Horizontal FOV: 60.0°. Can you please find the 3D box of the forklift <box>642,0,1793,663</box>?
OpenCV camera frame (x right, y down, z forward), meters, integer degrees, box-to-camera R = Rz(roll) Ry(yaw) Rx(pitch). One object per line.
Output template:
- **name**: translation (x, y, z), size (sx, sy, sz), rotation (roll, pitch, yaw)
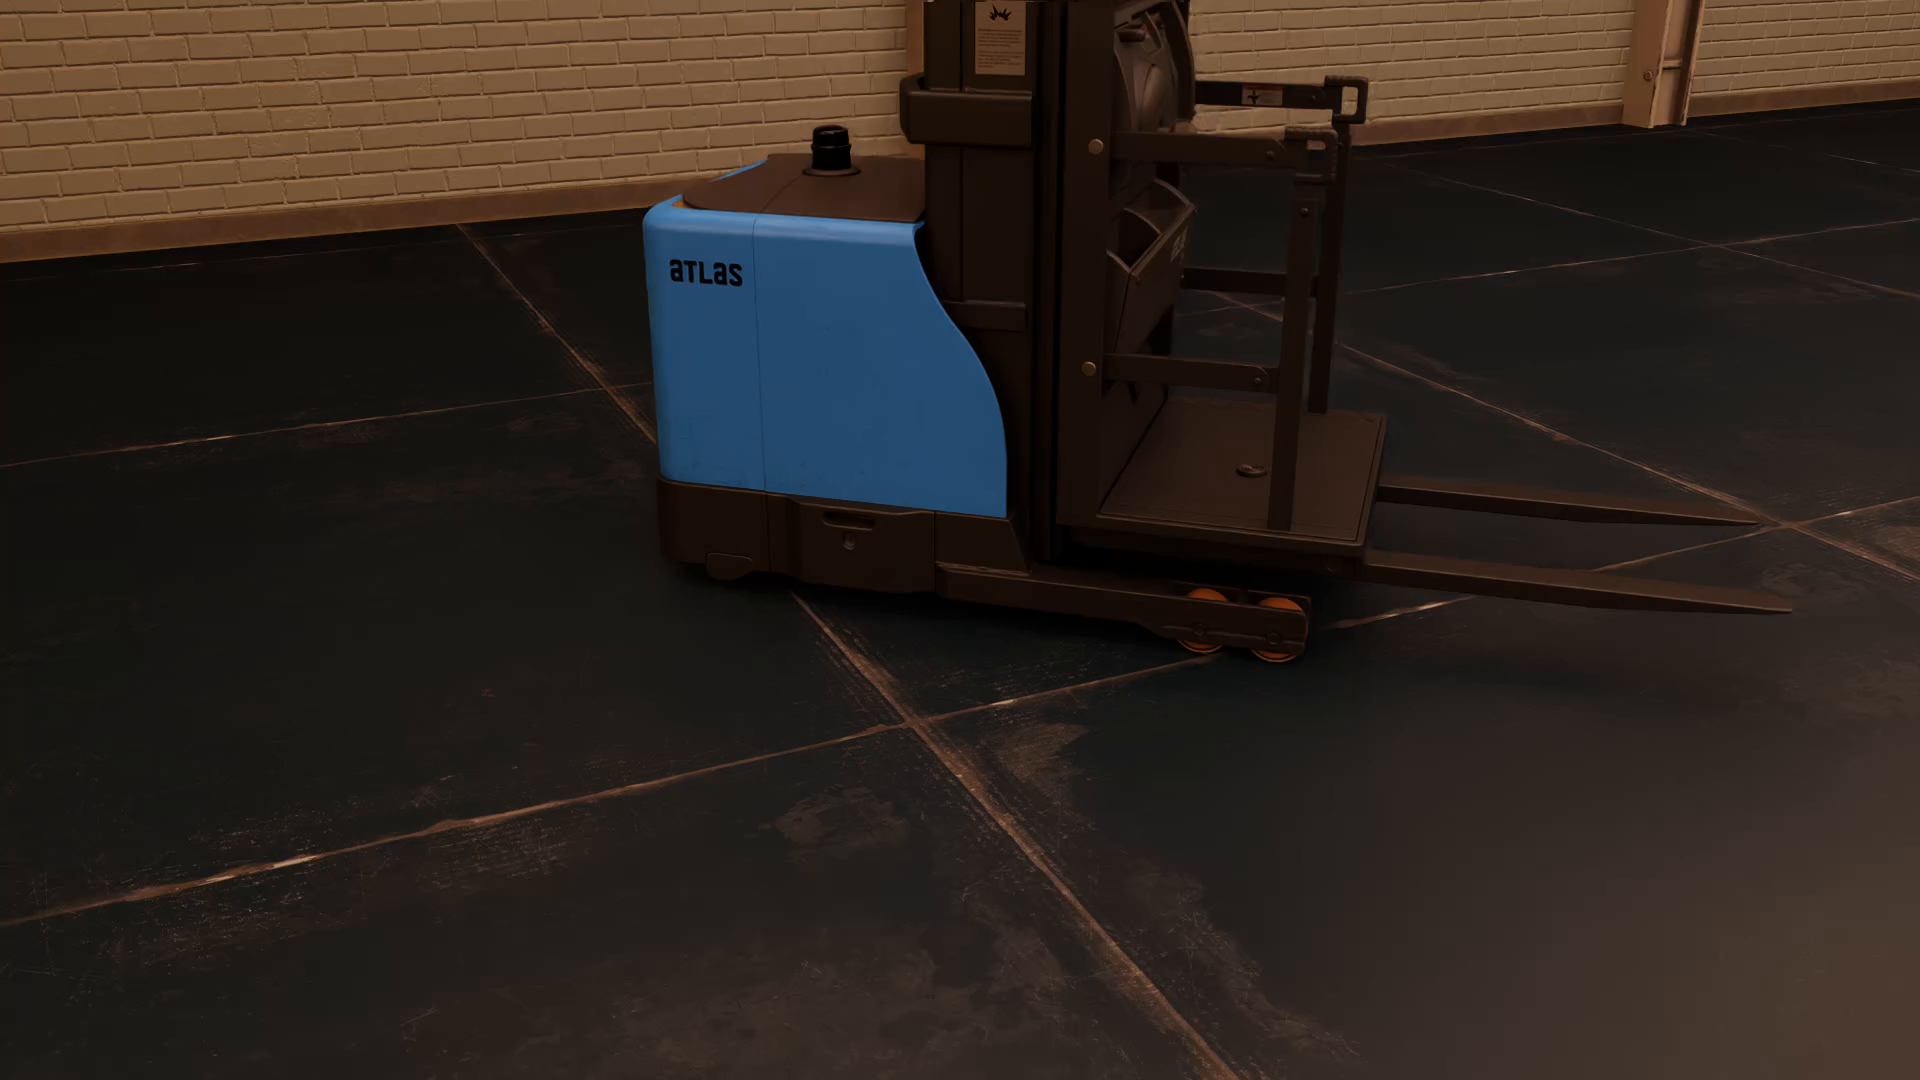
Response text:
- **forklift**: translation (0.702, -1.261, 4.323), size (3.031, 2.935, 1.130), rotation (7, 23, 15)
